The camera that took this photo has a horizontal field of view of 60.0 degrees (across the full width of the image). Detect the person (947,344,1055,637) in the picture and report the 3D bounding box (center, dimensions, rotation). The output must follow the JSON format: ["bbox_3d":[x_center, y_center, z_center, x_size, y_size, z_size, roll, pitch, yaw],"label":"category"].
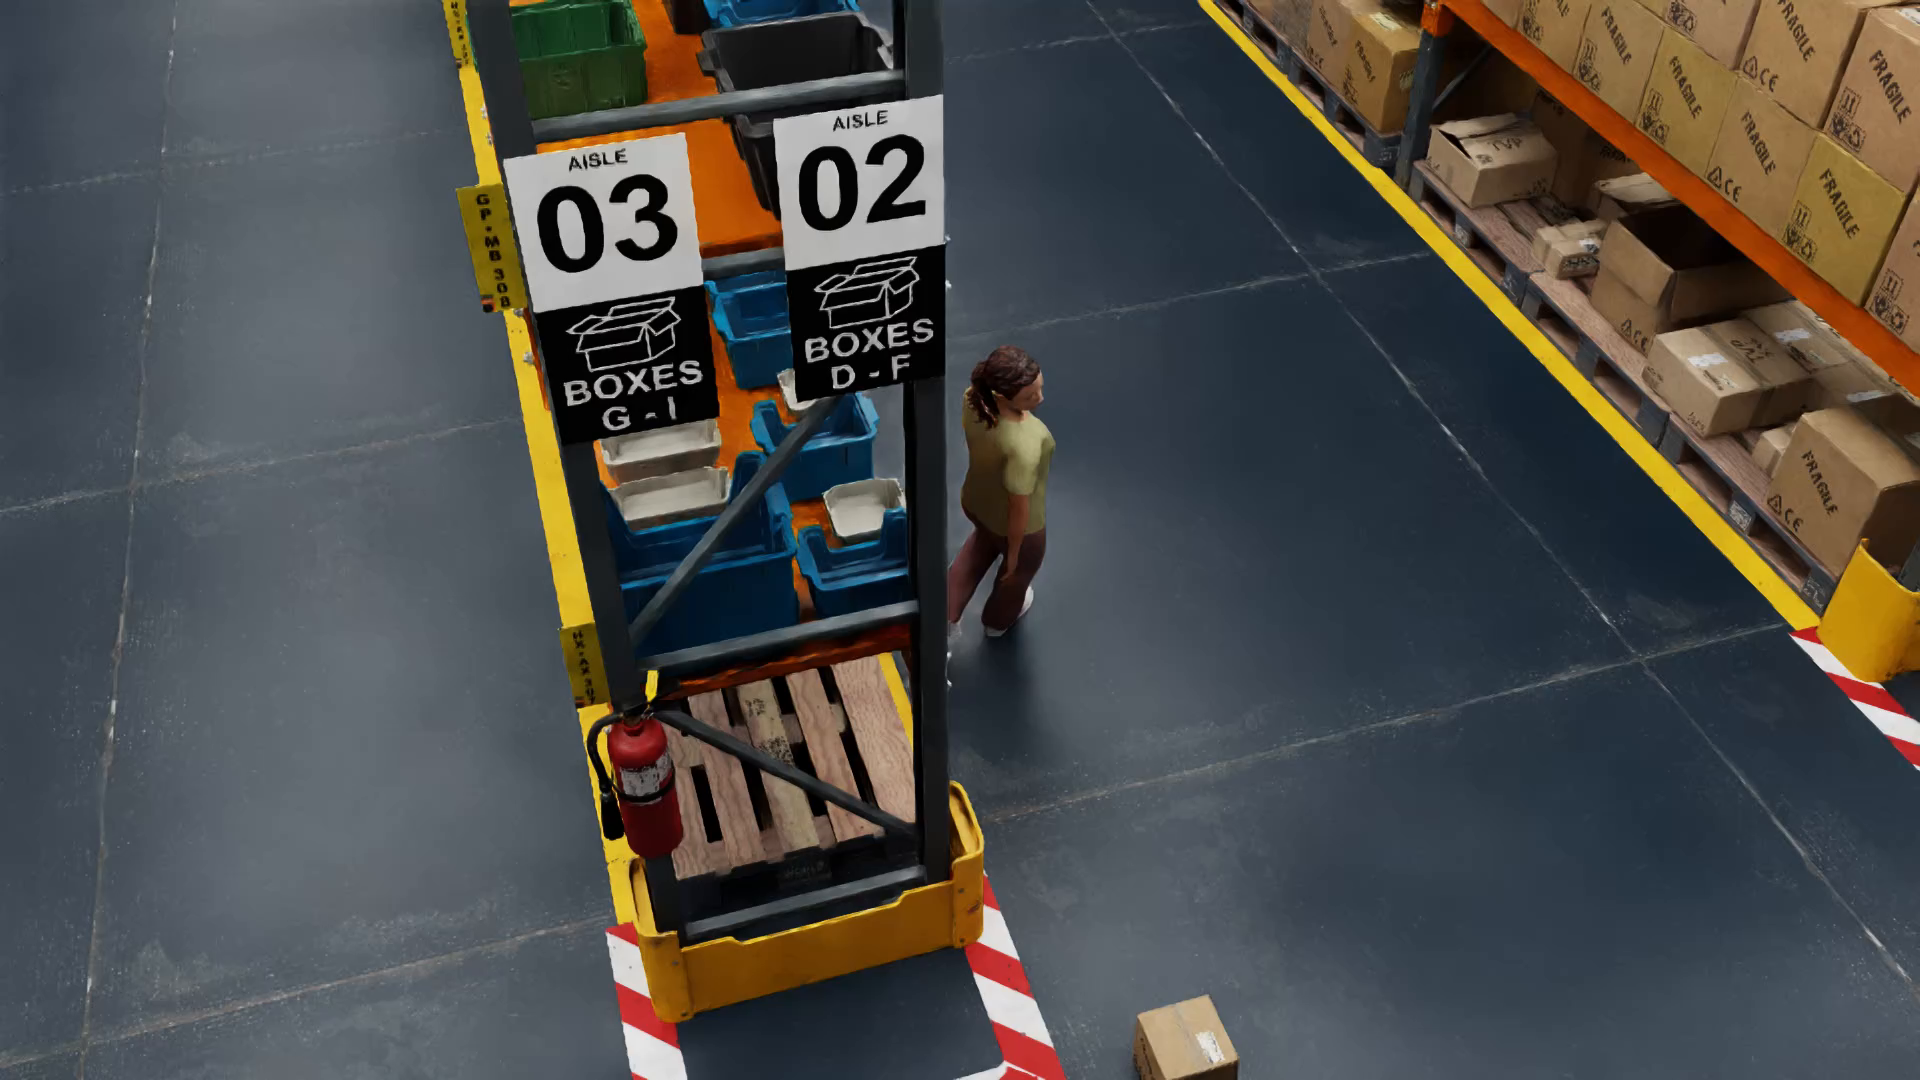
[{"bbox_3d":[0.182,-0.133,6.336,0.632,1.632,0.524,-31,51,-29],"label":"person"}]
